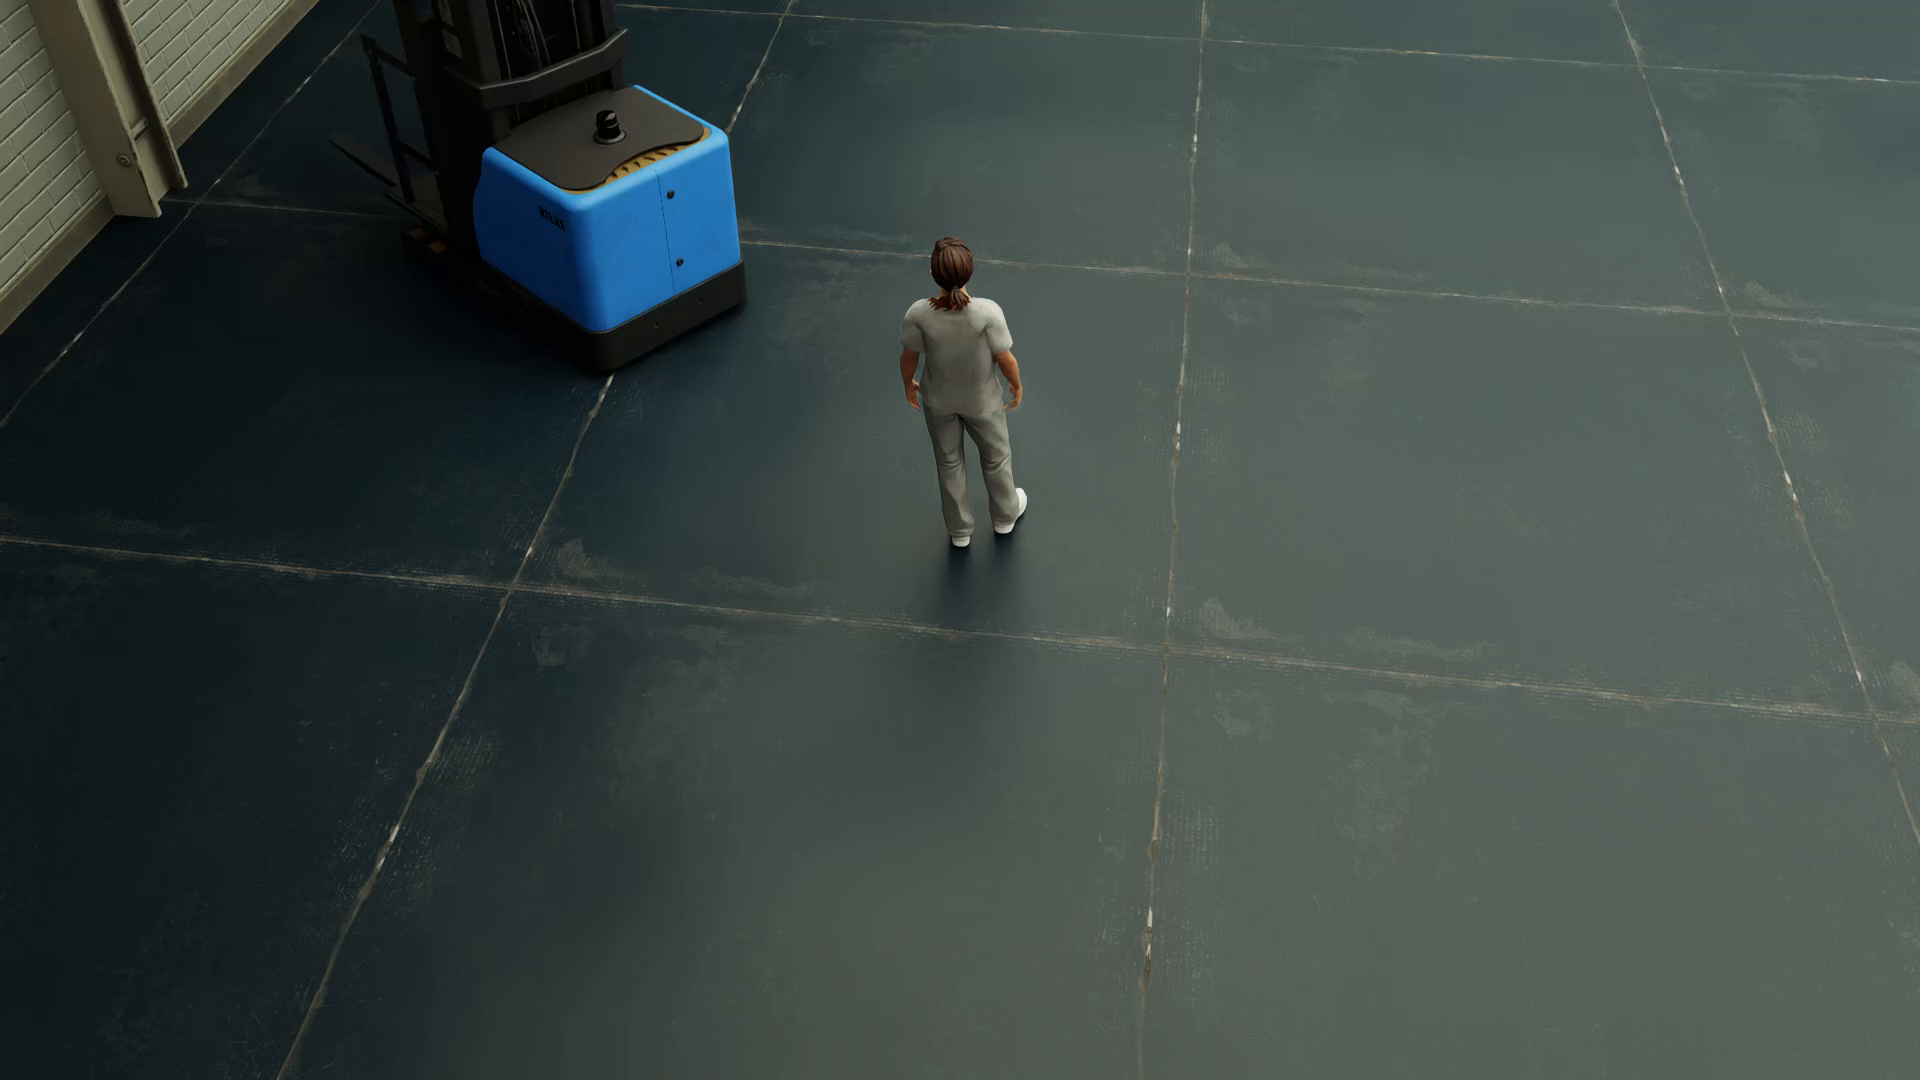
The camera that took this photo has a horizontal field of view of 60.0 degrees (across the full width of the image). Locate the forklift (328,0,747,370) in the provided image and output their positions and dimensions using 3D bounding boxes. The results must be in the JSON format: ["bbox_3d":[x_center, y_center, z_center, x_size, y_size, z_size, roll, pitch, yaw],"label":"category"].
[{"bbox_3d":[-2.592,-2.857,8.835,3.031,2.935,1.130,33,52,31],"label":"forklift"}]

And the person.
[{"bbox_3d":[0.023,-0.671,7.371,0.549,1.675,0.549,5,43,6],"label":"person"}]
